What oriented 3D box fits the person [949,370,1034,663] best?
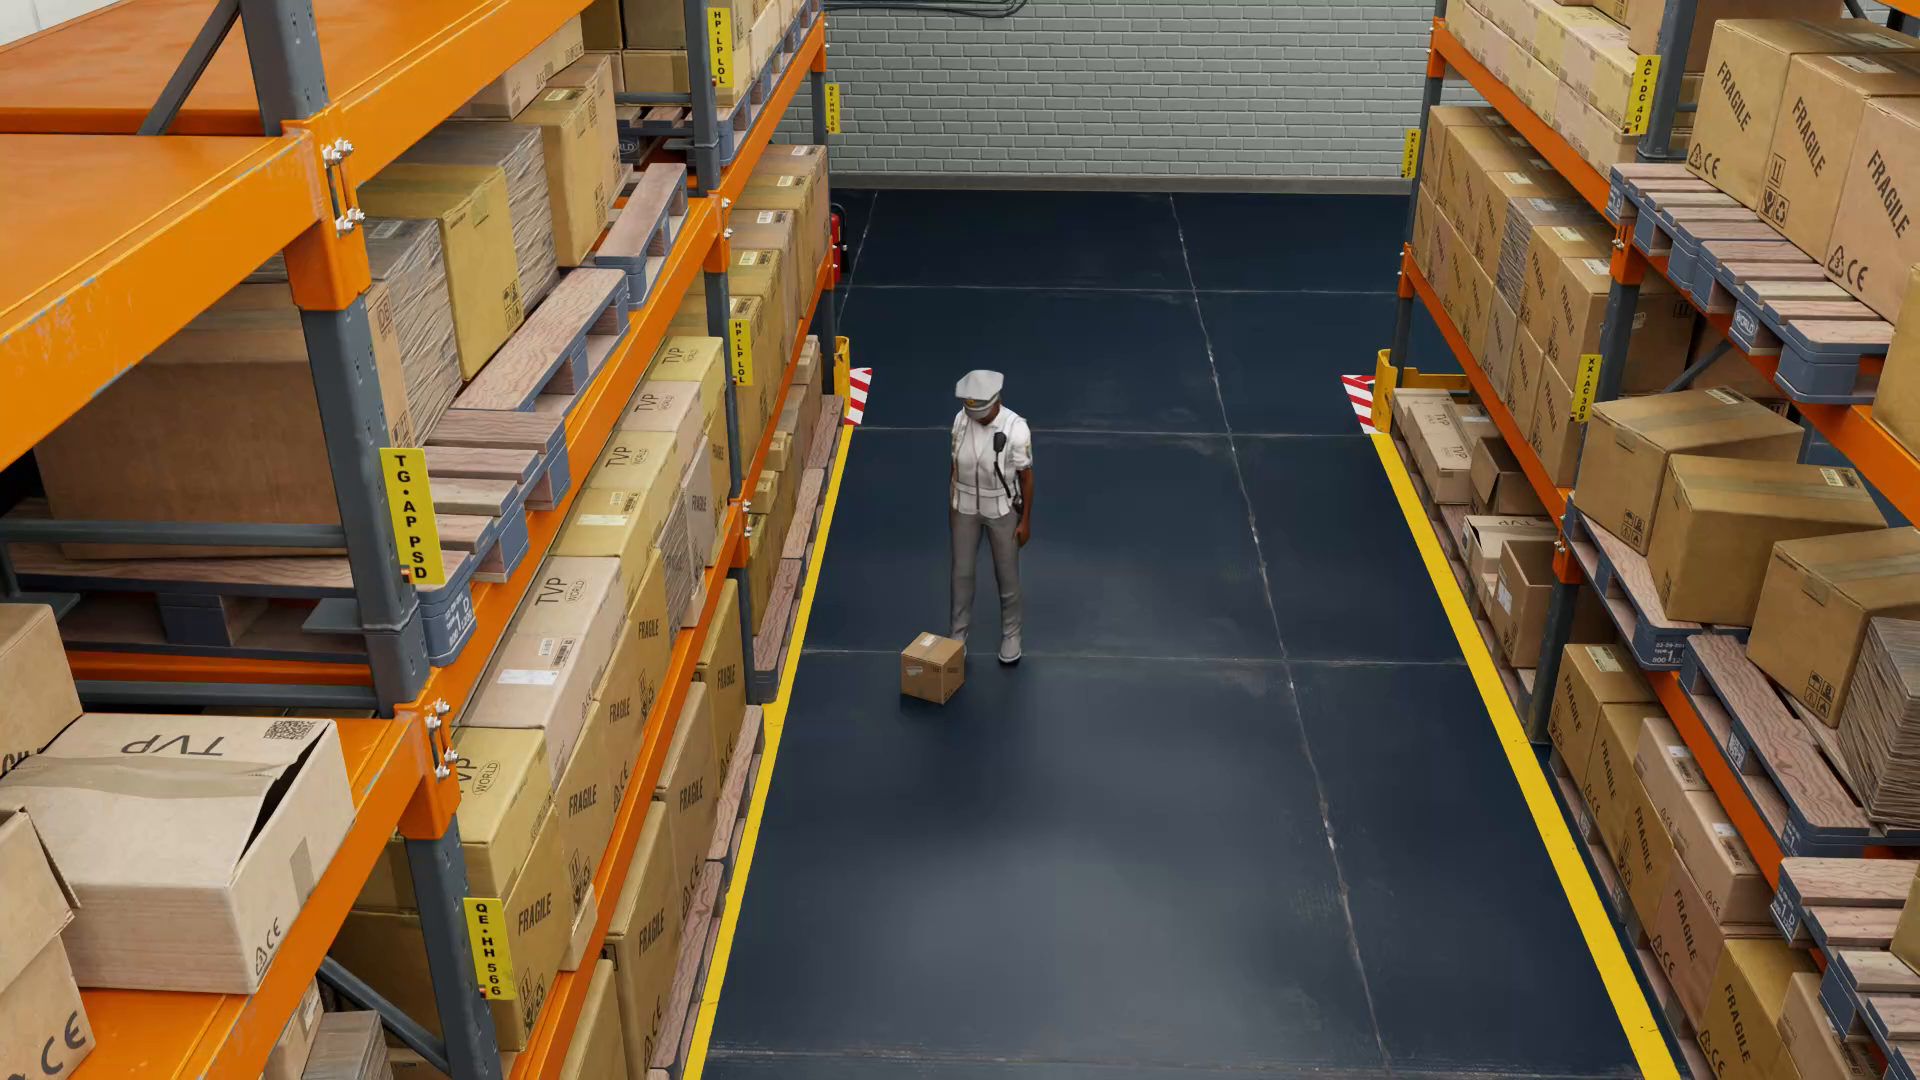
[{"bbox_3d":[0.141,-0.124,8.823,0.483,1.656,0.402,9,30,17],"label":"person"}]
